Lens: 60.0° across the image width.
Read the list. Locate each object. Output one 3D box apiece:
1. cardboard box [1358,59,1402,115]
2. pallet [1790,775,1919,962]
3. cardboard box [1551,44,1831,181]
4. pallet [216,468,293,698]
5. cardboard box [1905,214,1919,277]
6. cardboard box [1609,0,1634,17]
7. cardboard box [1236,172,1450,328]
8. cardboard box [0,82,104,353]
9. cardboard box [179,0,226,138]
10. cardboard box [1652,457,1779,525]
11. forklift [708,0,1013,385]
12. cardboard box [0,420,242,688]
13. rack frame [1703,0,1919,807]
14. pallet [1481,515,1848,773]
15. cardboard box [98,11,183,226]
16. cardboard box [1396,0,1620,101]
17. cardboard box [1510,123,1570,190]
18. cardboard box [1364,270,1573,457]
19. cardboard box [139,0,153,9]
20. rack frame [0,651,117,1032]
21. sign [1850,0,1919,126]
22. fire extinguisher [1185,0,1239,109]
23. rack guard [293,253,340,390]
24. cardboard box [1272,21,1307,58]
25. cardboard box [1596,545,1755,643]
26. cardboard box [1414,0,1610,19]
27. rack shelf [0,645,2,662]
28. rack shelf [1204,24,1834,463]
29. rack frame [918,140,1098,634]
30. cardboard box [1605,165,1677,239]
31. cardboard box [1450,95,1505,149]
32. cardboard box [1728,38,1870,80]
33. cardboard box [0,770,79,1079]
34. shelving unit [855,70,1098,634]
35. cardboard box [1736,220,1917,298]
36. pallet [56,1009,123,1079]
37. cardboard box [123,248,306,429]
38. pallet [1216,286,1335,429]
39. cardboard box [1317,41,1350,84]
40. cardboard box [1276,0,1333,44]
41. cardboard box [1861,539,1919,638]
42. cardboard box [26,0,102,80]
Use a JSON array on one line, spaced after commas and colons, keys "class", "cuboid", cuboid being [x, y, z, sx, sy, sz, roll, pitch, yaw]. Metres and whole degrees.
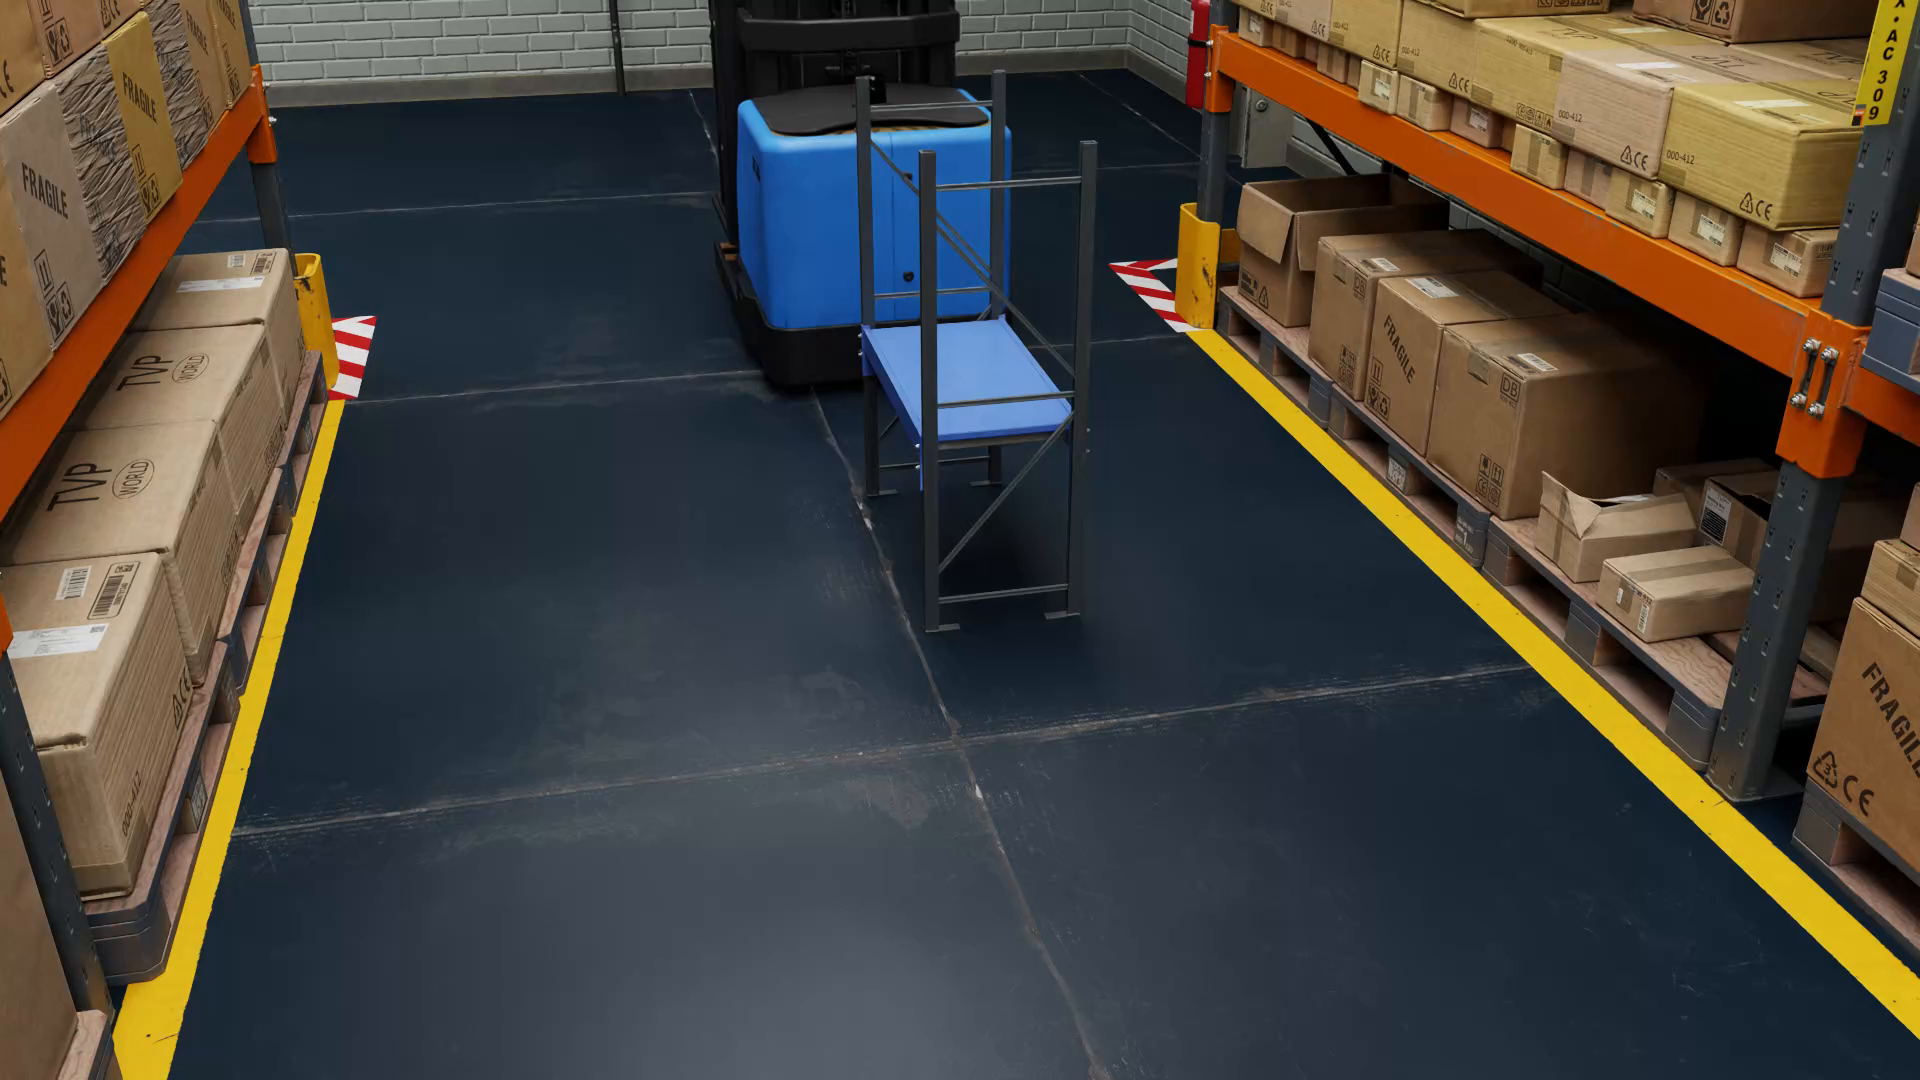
[{"class": "cardboard box", "cuboid": [1.648, -1.619, 5.907, 0.380, 0.149, 0.250, -7, 28, -13]}, {"class": "pallet", "cuboid": [2.721, 0.880, 3.772, 1.003, 0.211, 1.213, -6, 27, -12]}, {"class": "cardboard box", "cuboid": [2.021, -1.201, 4.636, 0.500, 0.250, 0.500, -6, 27, -11]}, {"class": "pallet", "cuboid": [-2.708, 0.154, 5.210, 1.003, 0.211, 1.213, -6, 27, -12]}, {"class": "cardboard box", "cuboid": [2.392, -0.715, 3.260, 0.700, 0.500, 0.500, -5, 27, -10]}, {"class": "cardboard box", "cuboid": [2.301, -1.691, 5.607, 0.500, 0.250, 0.500, -6, 27, -12]}, {"class": "cardboard box", "cuboid": [1.645, -1.269, 7.239, 0.797, 0.503, 0.637, -7, 28, -14]}, {"class": "cardboard box", "cuboid": [-2.295, -0.711, 3.718, 0.500, 0.500, 0.500, -6, 27, -11]}, {"class": "cardboard box", "cuboid": [-2.771, -1.606, 5.492, 0.500, 0.500, 0.500, -7, 28, -13]}, {"class": "cardboard box", "cuboid": [2.484, -0.137, 5.390, 0.380, 0.149, 0.250, -6, 27, -12]}, {"class": "forklift", "cuboid": [-0.621, -2.591, 7.631, 1.130, 2.935, 3.031, -6, 27, -12]}, {"class": "cardboard box", "cuboid": [-2.574, 0.065, 4.670, 0.875, 0.438, 0.875, -7, 28, -13]}, {"class": "rack frame", "cuboid": [2.500, -0.718, 3.843, 1.000, 3.000, 0.127, -6, 27, -12]}, {"class": "pallet", "cuboid": [2.347, 0.226, 5.069, 1.003, 0.211, 1.213, -6, 27, -12]}, {"class": "cardboard box", "cuboid": [-2.517, -1.156, 4.600, 0.500, 0.500, 0.500, -5, 27, -10]}, {"class": "cardboard box", "cuboid": [1.806, -1.647, 5.521, 0.500, 0.250, 0.500, -7, 28, -13]}, {"class": "cardboard box", "cuboid": [1.903, -1.171, 5.020, 0.380, 0.149, 0.250, -6, 27, -12]}, {"class": "cardboard box", "cuboid": [1.821, -0.646, 6.008, 0.500, 0.500, 0.500, -5, 27, -11]}, {"class": "cardboard box", "cuboid": [-2.641, -1.828, 4.822, 0.500, 0.500, 0.500, -6, 27, -12]}, {"class": "rack frame", "cuboid": [-2.335, -0.212, 2.841, 1.000, 3.000, 0.127, -6, 27, -12]}, {"class": "sign", "cuboid": [1.974, -1.046, 3.532, 0.100, 0.325, 0.005, -6, 27, -12]}, {"class": "fire extinguisher", "cuboid": [1.116, -2.290, 7.459, 0.296, 0.674, 0.183, -6, 27, -12]}, {"class": "rack guard", "cuboid": [-3.242, -0.863, 6.904, 1.175, 0.500, 0.348, -6, 27, -12]}, {"class": "cardboard box", "cuboid": [1.508, -2.082, 6.826, 0.380, 0.149, 0.250, -5, 27, -10]}, {"class": "cardboard box", "cuboid": [2.089, 0.153, 4.816, 0.380, 0.149, 0.250, -7, 28, -13]}, {"class": "cardboard box", "cuboid": [1.777, -1.989, 5.367, 0.500, 0.500, 0.500, -5, 27, -10]}, {"class": "rack shelf", "cuboid": [-1.884, 0.987, 1.264, 1.077, 0.370, 4.000, -6, 27, -12]}, {"class": "rack shelf", "cuboid": [2.050, -1.275, 5.745, 1.077, 0.370, 4.000, -6, 27, -12]}, {"class": "rack frame", "cuboid": [0.134, -0.409, 4.896, 0.500, 1.500, 0.032, -6, 27, -12]}, {"class": "cardboard box", "cuboid": [2.021, -0.944, 4.569, 0.380, 0.149, 0.250, -5, 27, -10]}, {"class": "cardboard box", "cuboid": [1.852, -1.399, 5.472, 0.380, 0.149, 0.250, -6, 27, -12]}, {"class": "cardboard box", "cuboid": [2.532, -1.248, 4.730, 0.500, 0.250, 0.500, -6, 27, -12]}, {"class": "cardboard box", "cuboid": [-2.117, 0.813, 2.702, 0.875, 0.875, 0.875, -5, 27, -10]}, {"class": "shelving unit", "cuboid": [0.019, -0.632, 5.338, 0.538, 1.500, 1.048, -6, 27, -12]}, {"class": "cardboard box", "cuboid": [2.183, -0.720, 4.126, 0.380, 0.149, 0.250, -6, 27, -11]}, {"class": "pallet", "cuboid": [-2.087, 1.364, 2.814, 1.003, 0.211, 1.213, -6, 27, -12]}, {"class": "cardboard box", "cuboid": [-2.990, -0.732, 6.249, 0.875, 0.438, 0.875, -7, 28, -13]}, {"class": "pallet", "cuboid": [1.797, -0.845, 7.191, 1.003, 0.211, 1.213, -6, 27, -12]}, {"class": "cardboard box", "cuboid": [1.599, -1.853, 6.372, 0.380, 0.149, 0.250, -5, 27, -10]}, {"class": "cardboard box", "cuboid": [1.553, -2.092, 6.402, 0.500, 0.250, 0.500, -6, 27, -11]}, {"class": "cardboard box", "cuboid": [2.322, 0.106, 3.800, 0.380, 0.149, 0.250, -5, 27, -9]}, {"class": "cardboard box", "cuboid": [-2.418, -1.385, 3.945, 0.500, 0.500, 0.500, -5, 27, -11]}]
